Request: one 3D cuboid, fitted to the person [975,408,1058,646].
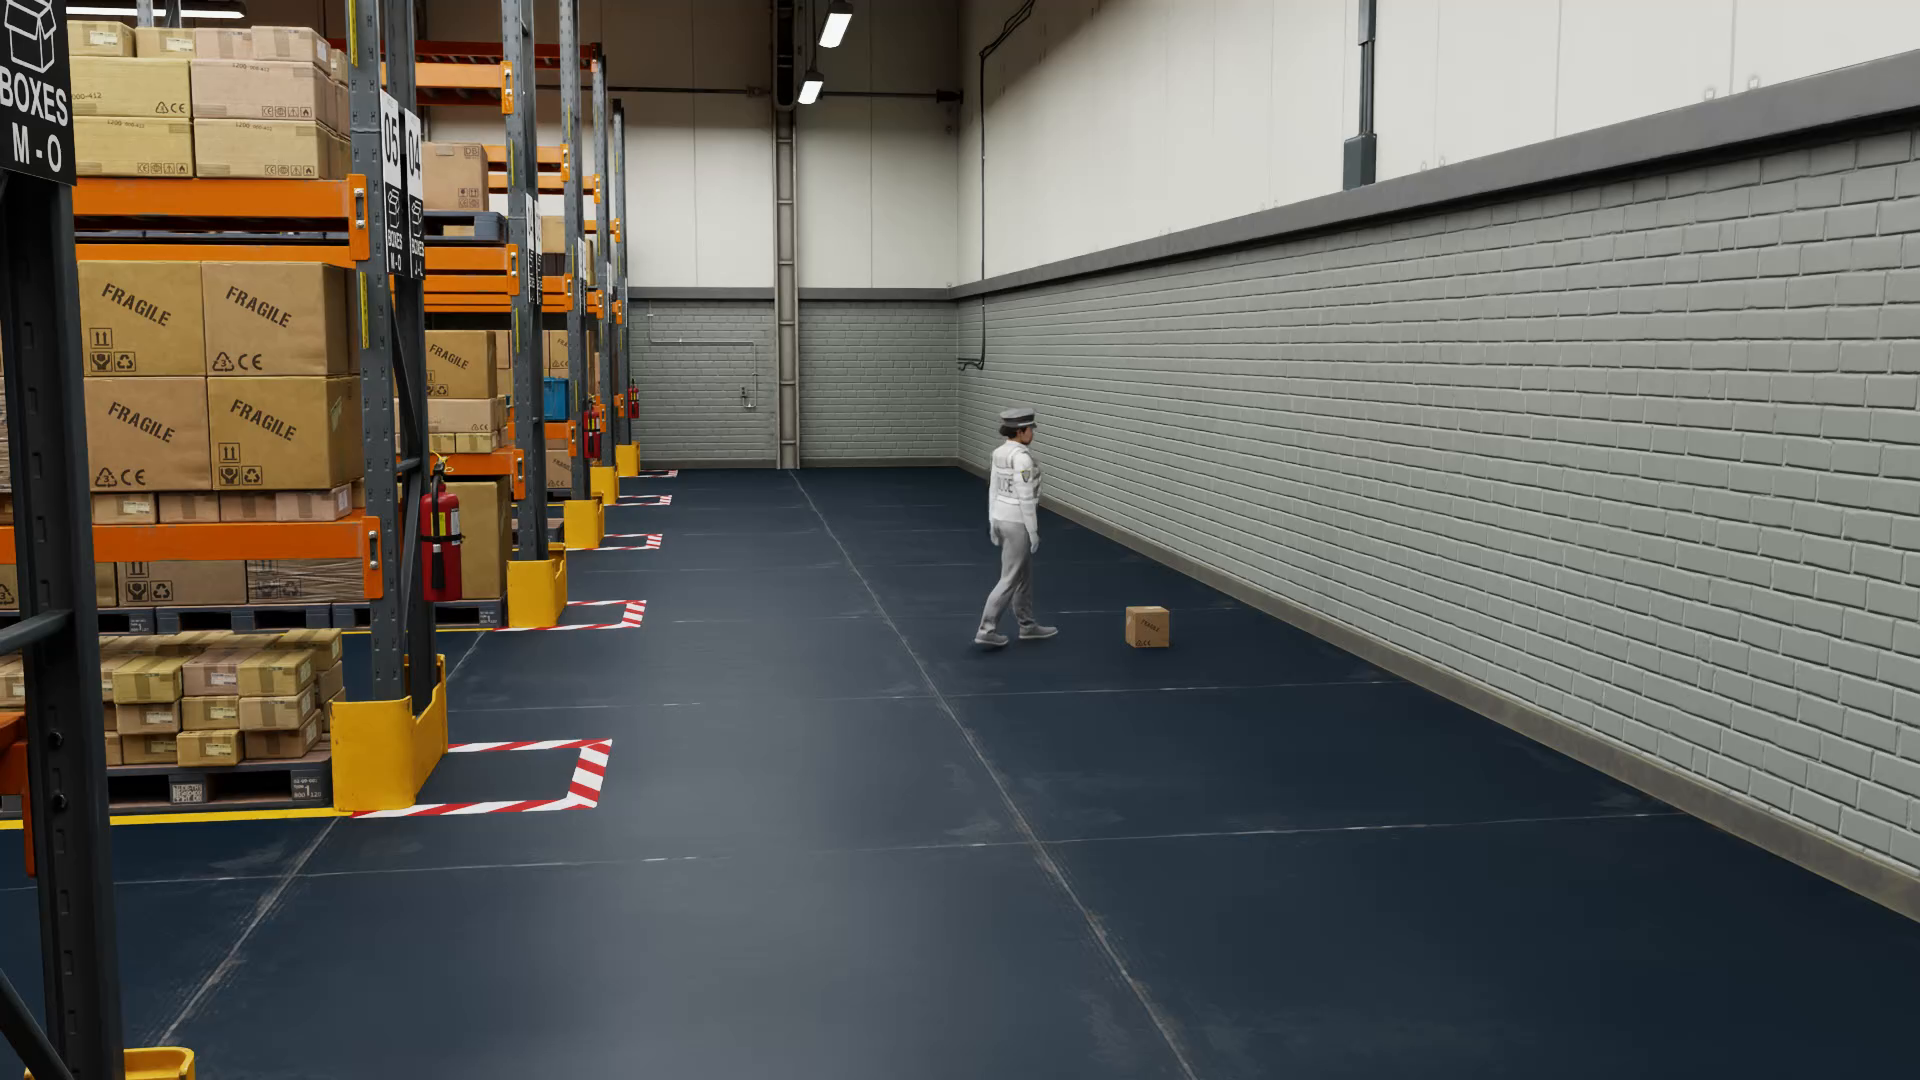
[{"bbox_3d":[0.403,-0.096,11.574,0.716,1.647,0.507,-2,7,-21],"label":"person"}]
